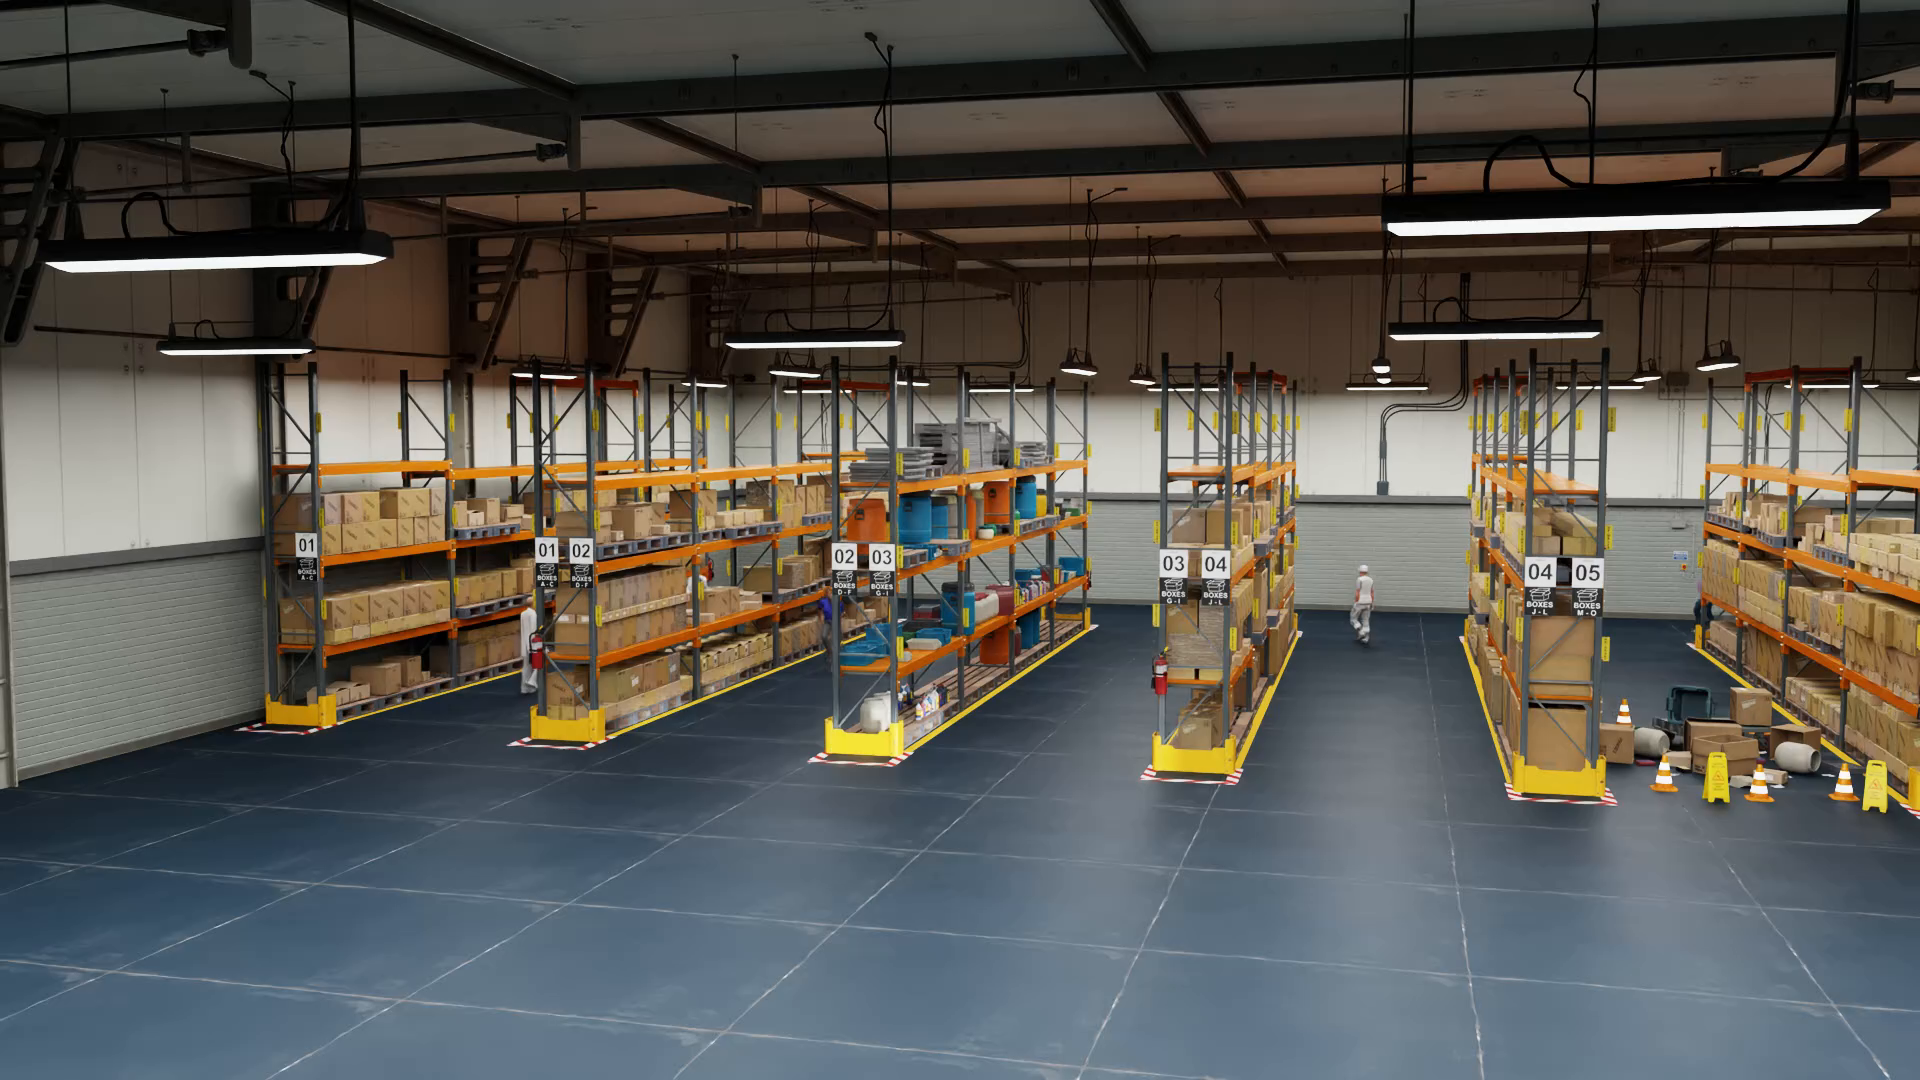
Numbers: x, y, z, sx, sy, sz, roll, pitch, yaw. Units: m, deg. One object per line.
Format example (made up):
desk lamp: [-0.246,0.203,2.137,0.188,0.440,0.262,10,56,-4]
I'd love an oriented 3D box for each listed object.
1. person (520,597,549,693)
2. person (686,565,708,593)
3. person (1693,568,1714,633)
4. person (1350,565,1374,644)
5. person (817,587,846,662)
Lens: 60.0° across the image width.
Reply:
person: [-7.953,1.962,30.825,0.591,1.710,0.551,2,5,27]
person: [-6.284,1.381,39.552,0.481,1.615,1.034,1,4,18]
person: [17.732,1.441,39.539,0.496,1.655,0.465,0,4,-4]
person: [9.157,1.458,37.704,0.603,1.790,0.472,-2,5,-29]
person: [-2.597,1.690,33.679,0.622,1.510,0.911,1,4,10]
